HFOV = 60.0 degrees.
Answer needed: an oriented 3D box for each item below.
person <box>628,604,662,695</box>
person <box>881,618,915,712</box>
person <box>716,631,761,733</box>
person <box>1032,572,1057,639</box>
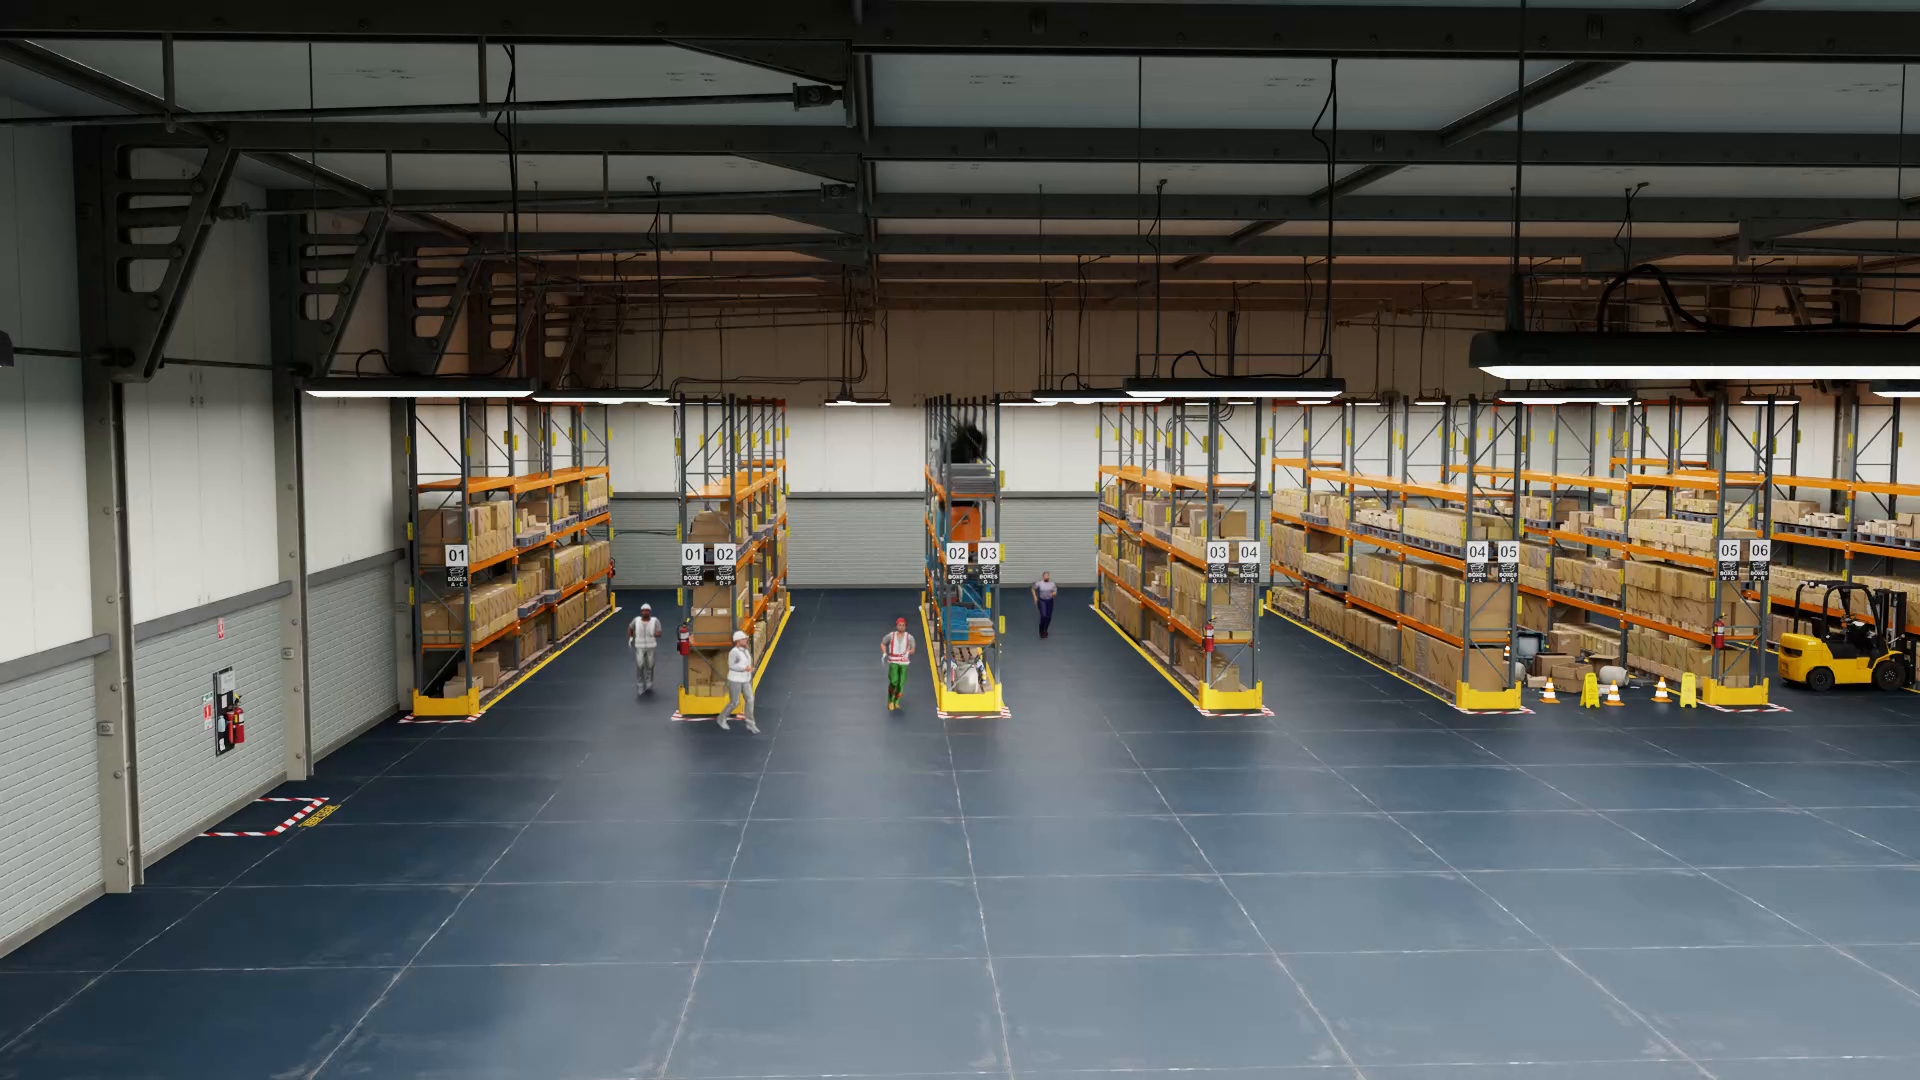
[{"bbox_3d":[-6.329,2.193,33.462,0.656,1.824,0.744,-1,5,-13],"label":"person"},{"bbox_3d":[-1.155,2.359,31.489,0.638,1.769,0.625,-1,5,-10],"label":"person"},{"bbox_3d":[-3.920,2.517,29.435,0.818,1.828,0.674,2,5,25],"label":"person"},{"bbox_3d":[2.140,1.632,41.536,0.575,1.689,0.699,-1,5,-17],"label":"person"}]
